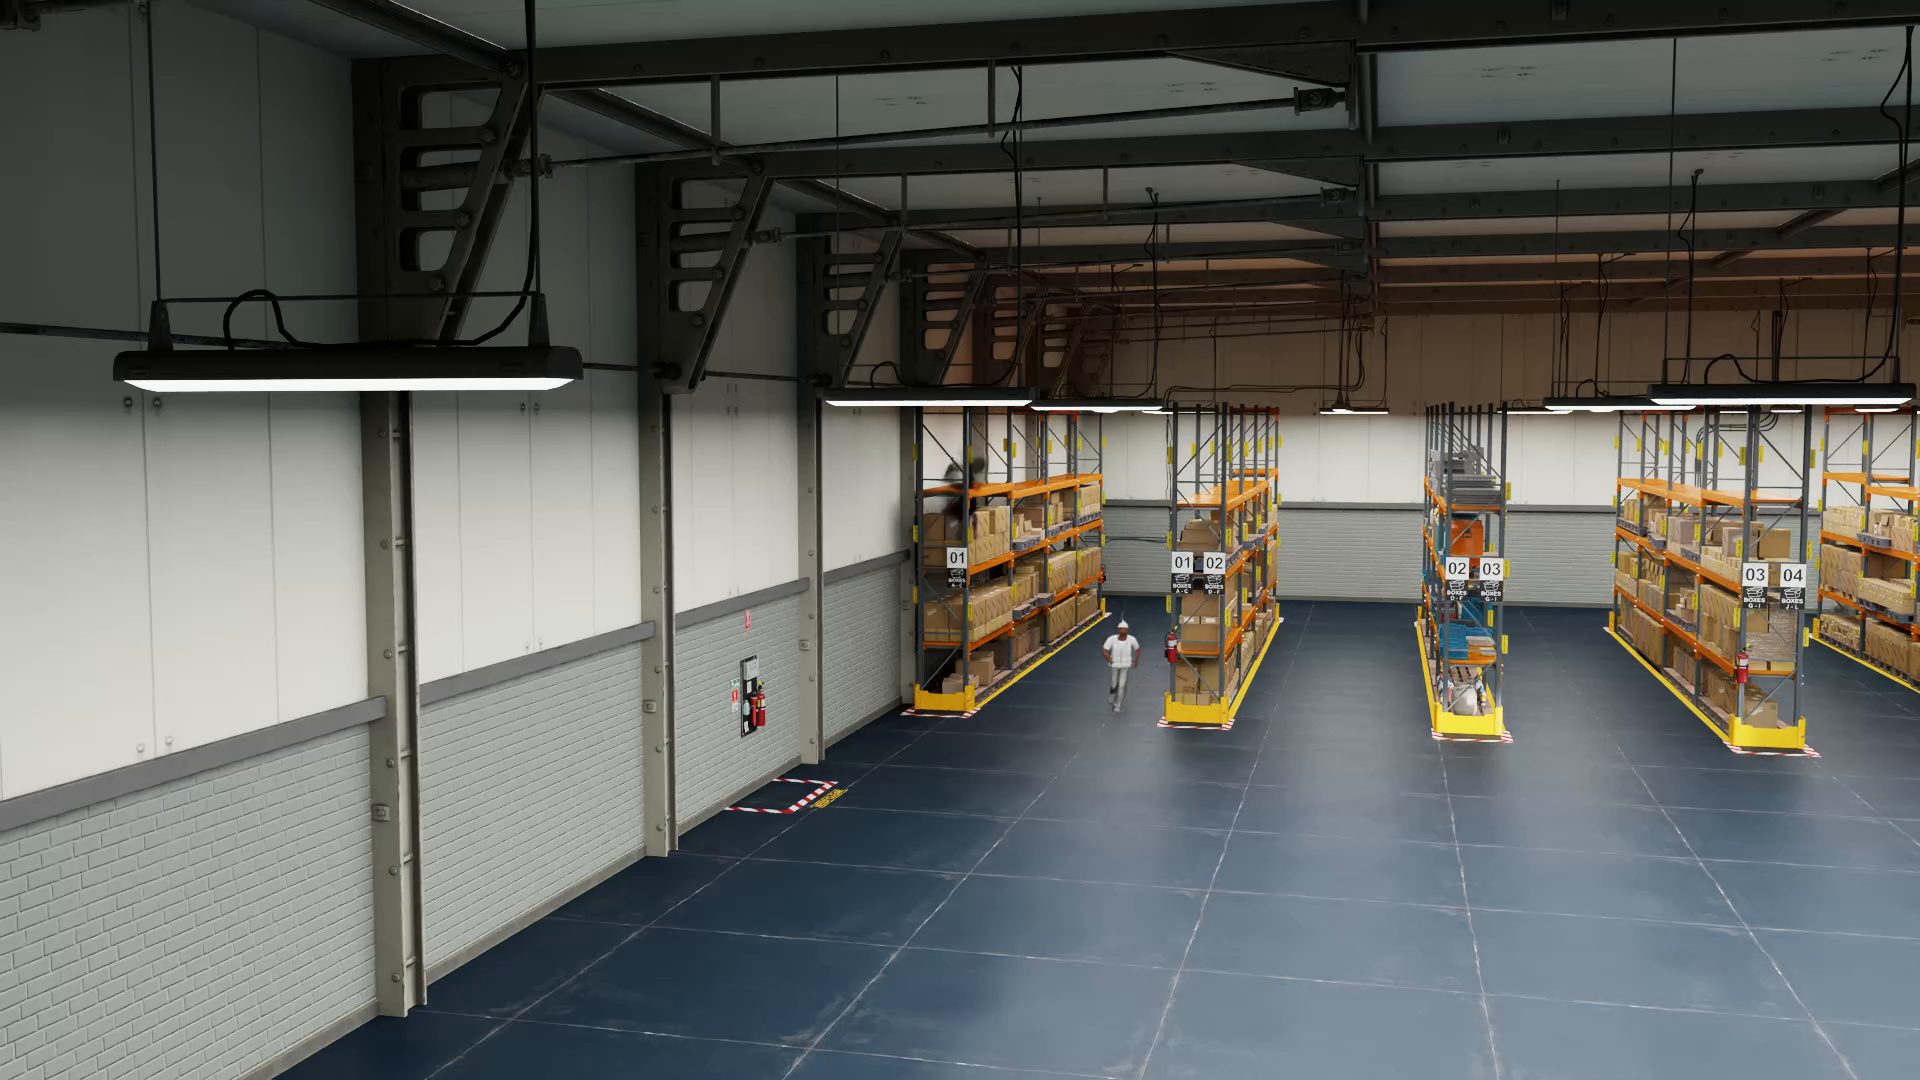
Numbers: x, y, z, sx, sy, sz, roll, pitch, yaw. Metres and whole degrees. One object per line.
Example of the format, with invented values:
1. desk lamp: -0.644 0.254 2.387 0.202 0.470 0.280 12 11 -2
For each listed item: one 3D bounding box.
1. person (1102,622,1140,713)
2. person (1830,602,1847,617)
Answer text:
1. person: 3.150 2.468 32.499 0.736 1.754 0.785 0 4 2
2. person: 23.251 1.648 43.894 0.681 1.703 0.548 1 4 14
